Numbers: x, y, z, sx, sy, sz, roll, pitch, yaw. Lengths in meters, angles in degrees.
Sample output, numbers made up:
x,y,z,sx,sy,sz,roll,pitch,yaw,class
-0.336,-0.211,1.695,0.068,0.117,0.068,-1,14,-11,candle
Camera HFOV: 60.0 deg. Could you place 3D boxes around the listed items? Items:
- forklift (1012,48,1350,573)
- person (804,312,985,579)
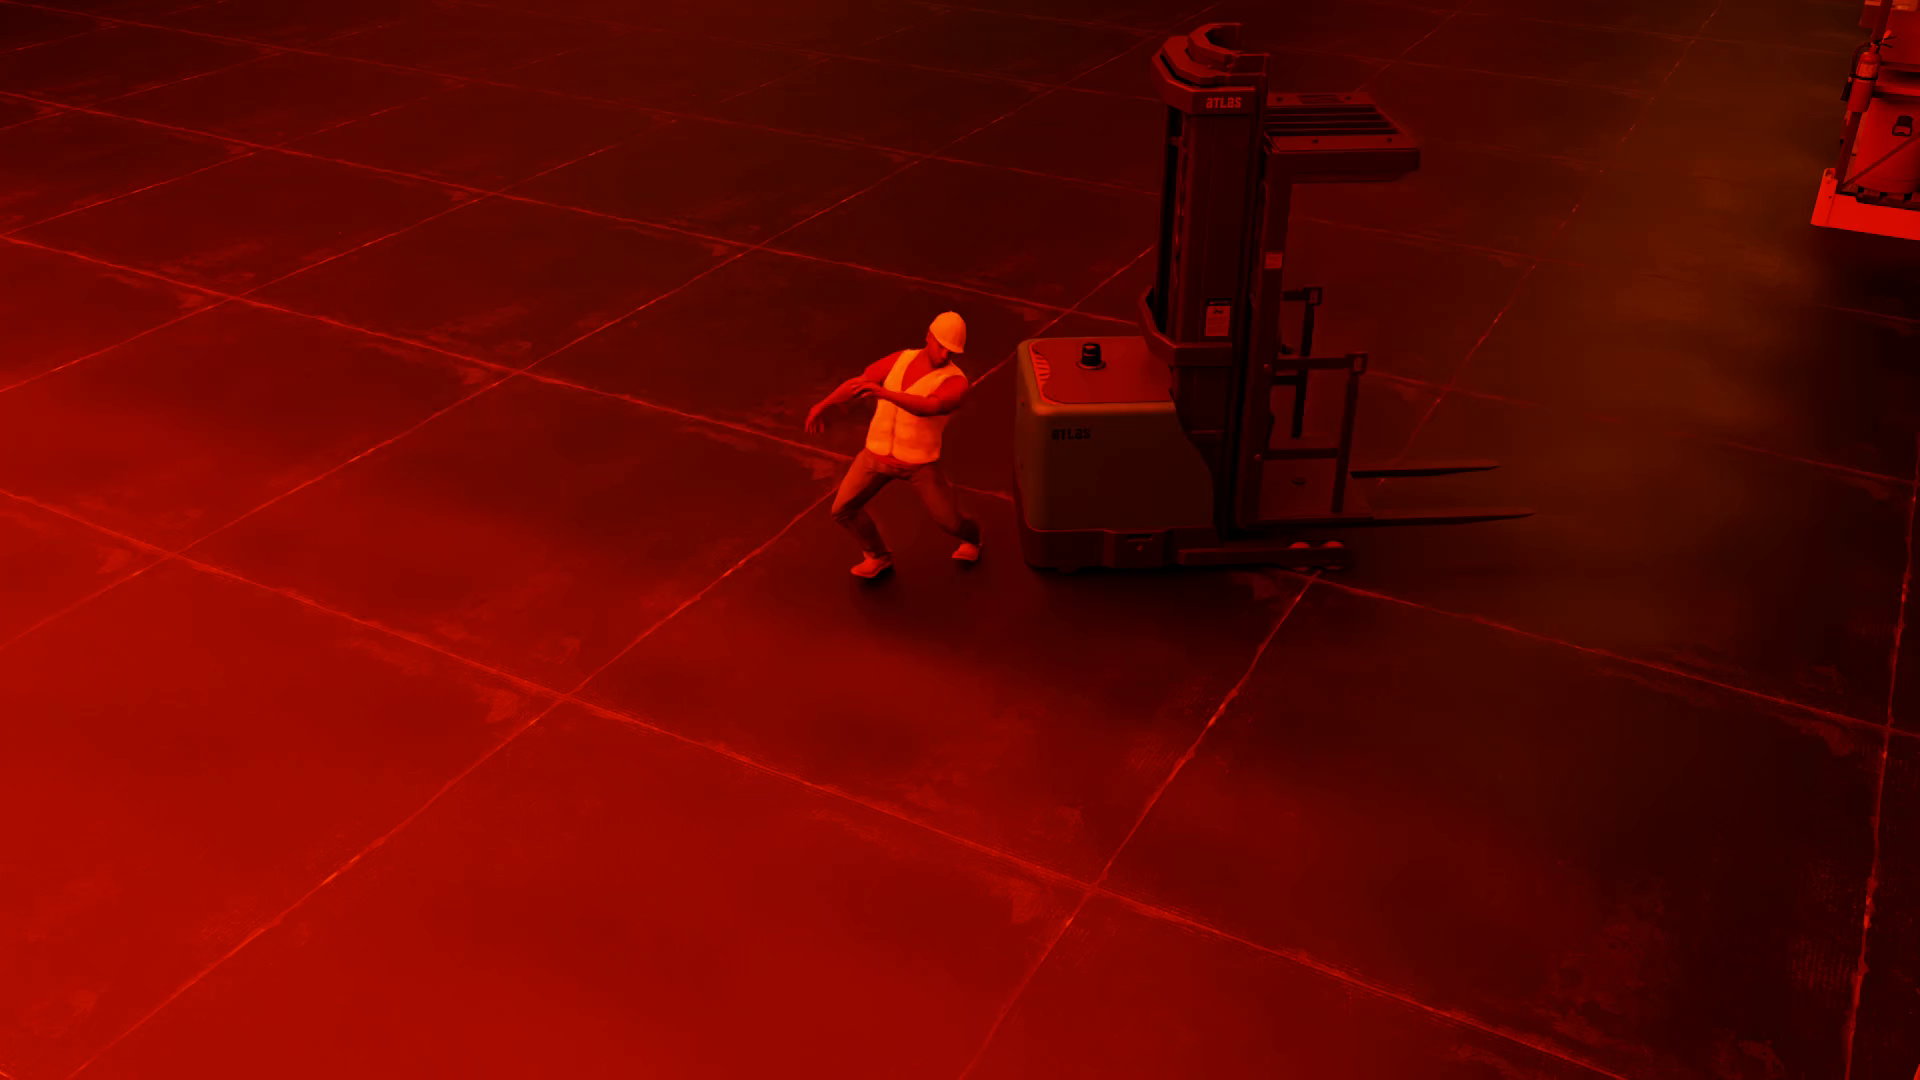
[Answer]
x,y,z,sx,sy,sz,roll,pitch,yaw,class
1.320,-1.298,9.407,1.939,2.843,1.129,-2,30,-3,forklift
-0.415,-0.498,9.278,0.959,1.548,0.827,12,32,19,person
